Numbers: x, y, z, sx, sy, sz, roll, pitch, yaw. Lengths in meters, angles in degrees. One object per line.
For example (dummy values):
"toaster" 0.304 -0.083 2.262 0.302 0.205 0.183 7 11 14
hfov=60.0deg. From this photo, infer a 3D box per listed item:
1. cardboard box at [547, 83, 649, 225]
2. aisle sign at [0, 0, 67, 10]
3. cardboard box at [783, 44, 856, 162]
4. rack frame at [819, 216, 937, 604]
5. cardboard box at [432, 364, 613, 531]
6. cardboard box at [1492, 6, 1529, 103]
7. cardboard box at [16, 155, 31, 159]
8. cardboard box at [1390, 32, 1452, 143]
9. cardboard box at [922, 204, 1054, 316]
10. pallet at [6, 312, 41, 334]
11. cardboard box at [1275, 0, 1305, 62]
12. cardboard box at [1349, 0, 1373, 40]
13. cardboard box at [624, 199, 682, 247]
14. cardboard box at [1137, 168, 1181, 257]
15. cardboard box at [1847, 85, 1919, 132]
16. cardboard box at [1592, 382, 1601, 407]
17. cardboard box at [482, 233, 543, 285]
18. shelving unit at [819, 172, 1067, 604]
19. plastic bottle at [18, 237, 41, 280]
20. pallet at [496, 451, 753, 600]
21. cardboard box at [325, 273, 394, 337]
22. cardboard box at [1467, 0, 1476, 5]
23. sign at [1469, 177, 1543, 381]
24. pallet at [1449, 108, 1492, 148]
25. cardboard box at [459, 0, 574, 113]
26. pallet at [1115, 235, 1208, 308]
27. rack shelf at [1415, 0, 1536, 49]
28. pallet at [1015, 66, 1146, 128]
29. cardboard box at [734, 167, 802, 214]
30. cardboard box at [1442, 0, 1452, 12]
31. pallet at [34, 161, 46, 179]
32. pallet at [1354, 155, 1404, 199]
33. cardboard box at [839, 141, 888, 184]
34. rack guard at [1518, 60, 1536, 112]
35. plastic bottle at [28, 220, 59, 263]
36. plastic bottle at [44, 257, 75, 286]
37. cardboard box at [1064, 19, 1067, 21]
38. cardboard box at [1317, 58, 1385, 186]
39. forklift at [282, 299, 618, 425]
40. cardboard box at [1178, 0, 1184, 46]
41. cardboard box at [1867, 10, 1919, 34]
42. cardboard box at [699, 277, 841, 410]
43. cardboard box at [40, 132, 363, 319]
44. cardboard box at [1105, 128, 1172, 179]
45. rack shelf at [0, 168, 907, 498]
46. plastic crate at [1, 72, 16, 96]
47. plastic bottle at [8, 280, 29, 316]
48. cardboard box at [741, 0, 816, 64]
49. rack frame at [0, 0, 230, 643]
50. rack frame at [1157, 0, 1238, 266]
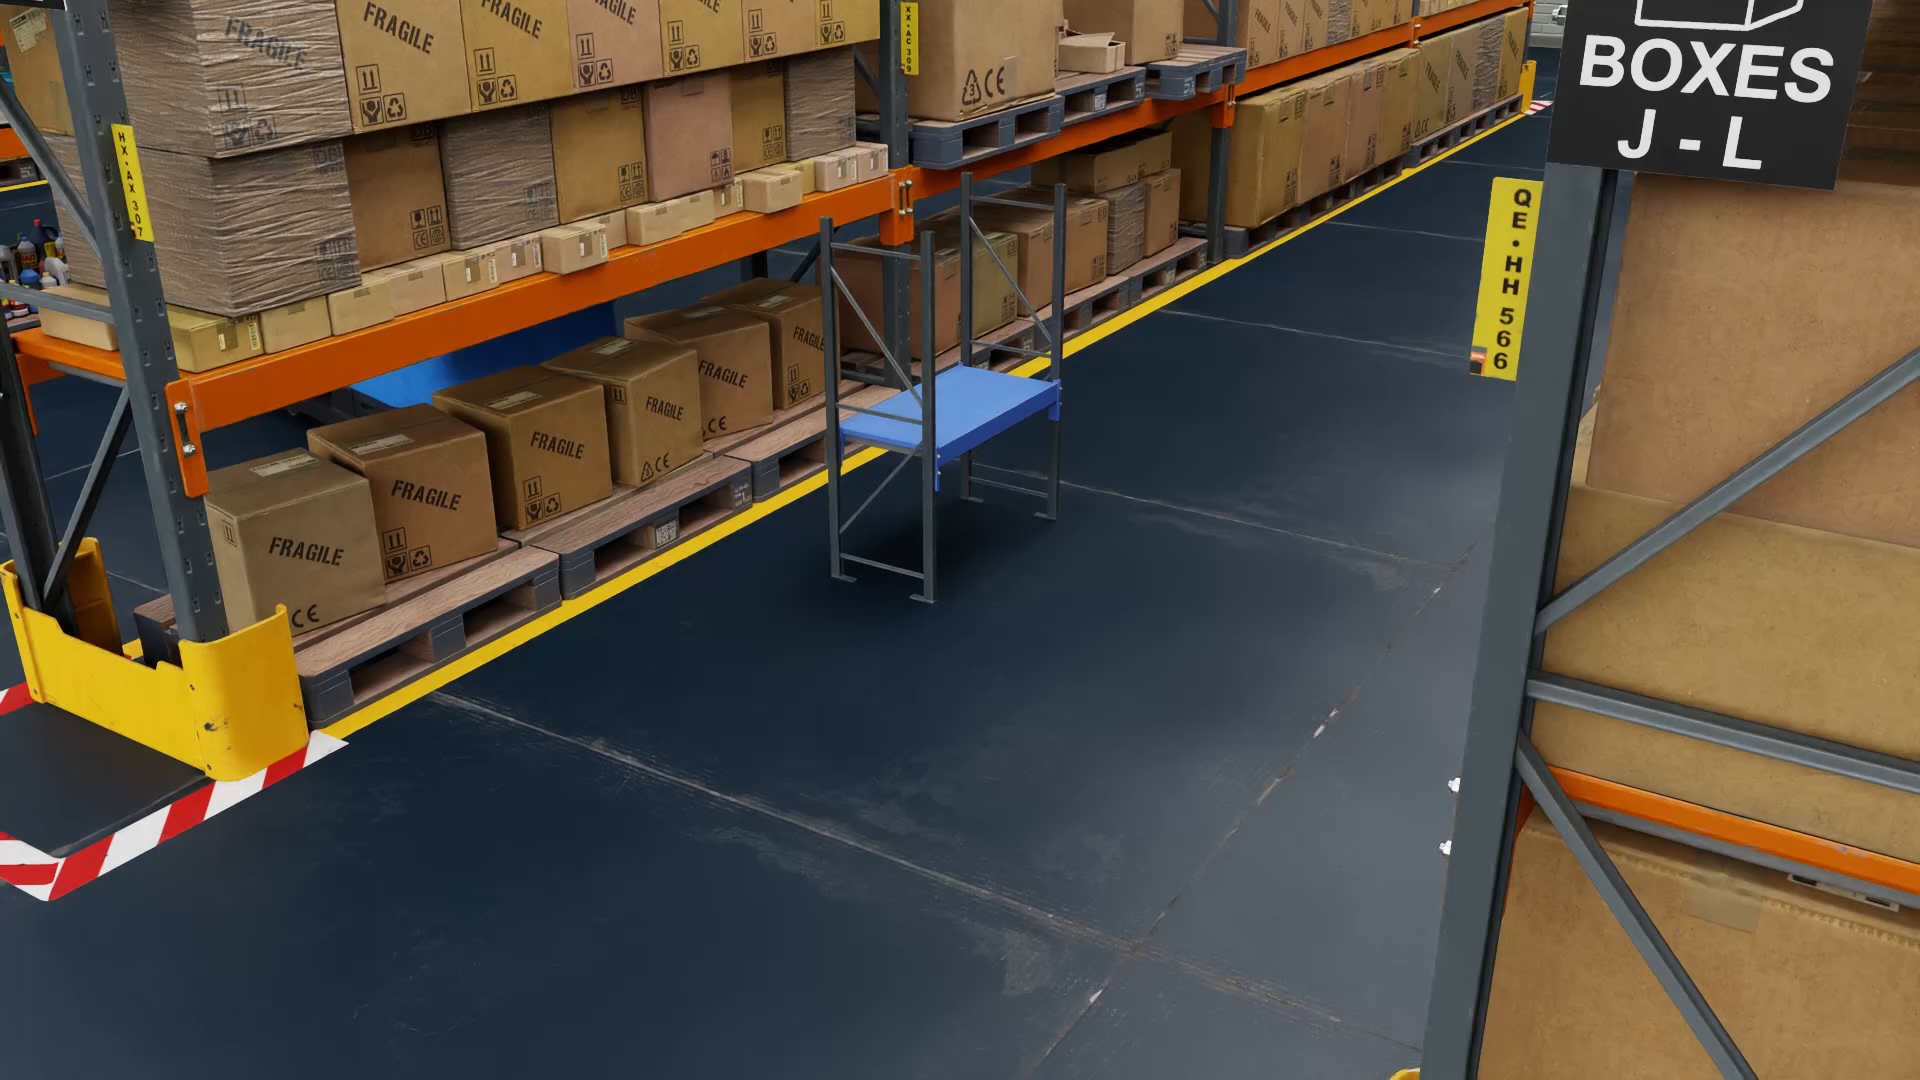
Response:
"cardboard box" -1.767 -1.614 6.702 0.875 0.500 0.500 14 27 29
"aisle sign" -2.594 -1.841 4.455 0.394 0.787 0.004 14 27 29
"cardboard box" -0.996 -2.125 7.884 0.875 0.500 0.500 14 27 29
"rack frame" -0.313 -0.488 6.489 0.500 1.500 0.032 14 27 29
"cardboard box" -1.840 -0.401 7.018 0.500 0.500 0.500 17 29 34
"cardboard box" 5.354 -5.117 17.440 0.875 0.875 0.875 14 27 29
"cardboard box" -8.156 -3.522 14.542 0.500 0.250 0.500 13 27 27
"cardboard box" 3.930 -4.206 15.335 0.875 0.875 0.875 14 27 29
"cardboard box" 0.198 -1.685 9.960 0.700 0.500 0.500 11 26 24
"pallet" -5.947 -1.209 9.777 1.003 0.211 1.213 14 27 29
"cardboard box" 2.161 -3.759 12.033 0.500 0.500 0.500 13 27 28
"cardboard box" 2.962 -4.269 13.211 0.500 0.500 0.500 14 27 28
"cardboard box" -1.374 -1.329 6.861 0.380 0.149 0.250 14 27 29
"cardboard box" 1.067 -2.256 11.279 0.700 0.500 0.500 12 26 26
"cardboard box" 1.784 -0.545 3.185 0.875 0.550 0.550 14 27 29
"cardboard box" 1.773 -0.052 3.406 0.875 0.550 0.550 14 27 29
"cardboard box" -1.810 -1.086 6.299 0.380 0.149 0.250 14 27 29
"shelving unit" -0.045 -0.659 6.886 0.538 1.500 1.048 14 27 29
"plastic bottle" -5.838 -1.763 10.427 0.097 0.271 0.097 0 23 0
"pallet" -1.673 -0.155 7.342 1.003 0.211 1.213 14 27 29
"cardboard box" -2.171 -0.824 5.695 0.380 0.149 0.250 14 27 29
"cardboard box" 4.635 -5.134 15.651 0.380 0.149 0.250 14 27 30
"sign" 0.890 -0.417 2.682 0.100 0.325 0.005 14 27 29
"pallet" 4.624 -4.156 16.585 1.003 0.211 1.213 14 27 29
"cardboard box" -1.763 -1.838 5.961 0.500 0.500 0.500 14 27 29
"pallet" 0.990 -1.889 11.348 1.003 0.211 1.213 14 27 29
"rack shelf" 4.568 -5.127 16.223 1.077 0.370 4.000 14 27 29
"pallet" 0.394 -2.667 9.877 1.003 0.211 1.213 14 27 29
"cardboard box" -0.930 -1.571 7.419 0.380 0.149 0.250 14 27 29
"cardboard box" 4.229 -4.875 15.051 0.380 0.149 0.250 15 28 31
"pallet" -8.122 -3.550 15.184 1.003 0.211 1.213 14 27 29
"pallet" 3.170 -3.226 14.437 1.003 0.211 1.213 14 27 29
"cardboard box" -0.570 -1.832 8.024 0.380 0.149 0.250 14 27 29
"rack guard" 5.636 -4.993 18.155 1.175 0.500 0.348 14 27 29
"plastic bottle" -5.792 -1.857 10.544 0.144 0.351 0.185 13 26 27
"plastic bottle" -5.370 -1.566 9.967 0.152 0.276 0.135 14 27 30
"cardboard box" 0.324 -3.038 10.153 0.500 0.250 0.500 13 27 27
"cardboard box" 2.722 -3.478 13.654 1.225 0.875 0.875 13 27 27
"forklift" -3.077 -2.125 8.469 3.031 2.935 1.130 21 31 40
"cardboard box" 1.153 -3.480 10.858 0.500 0.500 0.500 10 25 23
"cardboard box" 2.637 -1.092 4.449 0.875 0.550 0.550 14 27 29
"cardboard box" -0.951 -1.001 8.404 0.500 0.500 0.500 13 27 27
"cardboard box" -2.503 -1.094 5.502 0.875 0.500 0.500 14 27 29
"cardboard box" 1.076 -2.598 11.125 0.500 0.250 0.500 15 28 31
"rack shelf" -1.761 -1.077 6.867 1.077 0.370 4.000 14 27 29
"plastic crate" -5.267 -2.621 9.716 0.499 0.251 0.616 14 27 29
"plastic bottle" -5.517 -1.417 9.716 0.097 0.201 0.097 0 23 0
"cardboard box" -0.973 -2.345 7.131 0.500 0.500 0.500 14 27 29
"rack frame" -2.816 -0.732 5.165 1.000 3.000 0.127 14 27 29
"rack frame" 1.404 -3.432 11.402 1.000 3.000 0.127 14 27 29
